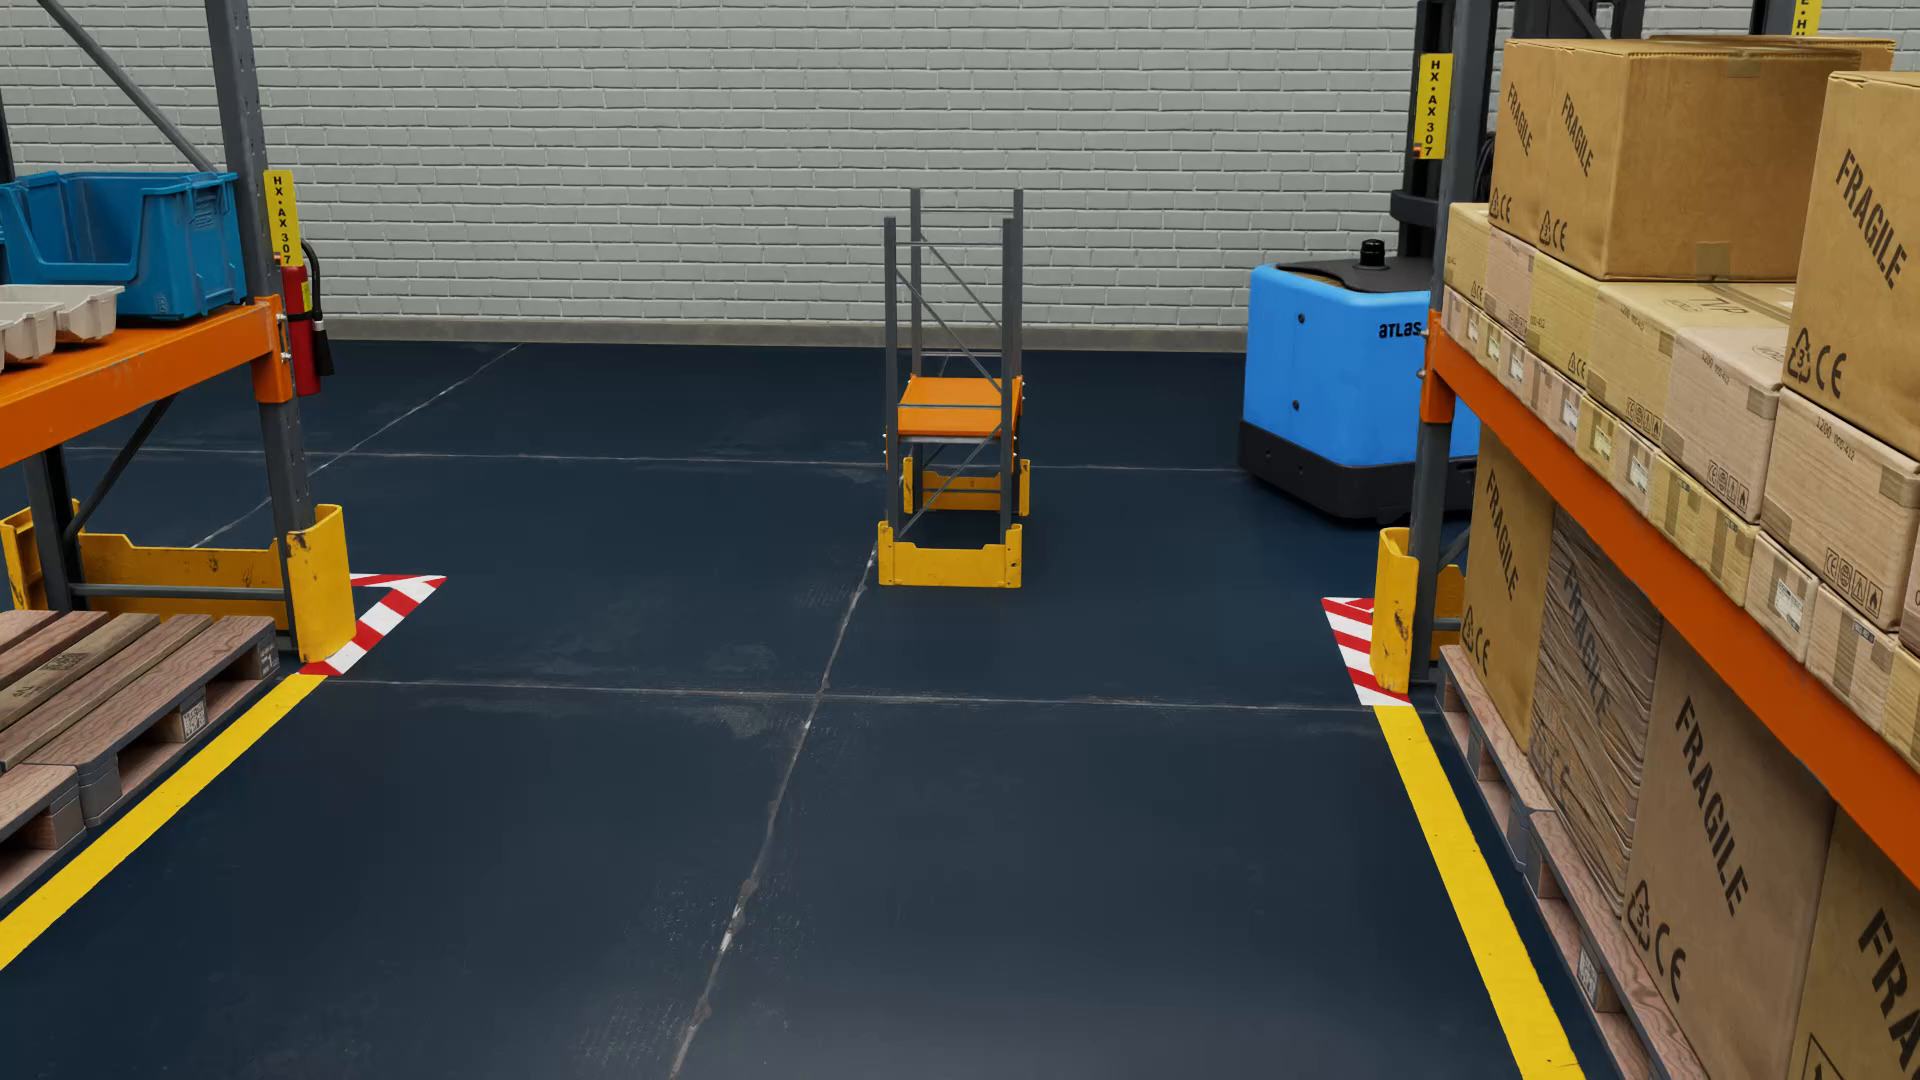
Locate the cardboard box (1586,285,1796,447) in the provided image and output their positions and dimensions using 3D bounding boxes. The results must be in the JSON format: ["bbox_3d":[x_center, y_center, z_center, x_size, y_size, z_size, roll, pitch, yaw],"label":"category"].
[{"bbox_3d":[1.659,-0.371,3.500,0.500,0.250,0.500,1,18,3],"label":"cardboard box"}]

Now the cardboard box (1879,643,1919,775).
[{"bbox_3d":[1.492,0.256,2.227,0.380,0.149,0.250,2,18,5],"label":"cardboard box"}]

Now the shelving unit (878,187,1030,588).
[{"bbox_3d":[-0.005,-0.689,7.117,0.587,1.500,1.083,1,18,4],"label":"shelving unit"}]

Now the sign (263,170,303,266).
[{"bbox_3d":[-2.325,-1.104,5.714,0.100,0.325,0.005,1,18,4],"label":"sign"}]

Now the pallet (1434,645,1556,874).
[{"bbox_3d":[2.086,0.652,5.095,1.003,0.211,1.213,1,18,4],"label":"pallet"}]

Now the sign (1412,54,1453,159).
[{"bbox_3d":[1.512,-1.387,5.320,0.100,0.325,0.005,1,18,4],"label":"sign"}]

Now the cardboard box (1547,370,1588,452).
[{"bbox_3d":[1.621,-0.302,3.930,0.380,0.149,0.250,1,18,3],"label":"cardboard box"}]

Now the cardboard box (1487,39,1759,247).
[{"bbox_3d":[1.726,-1.051,4.373,0.500,0.500,0.500,1,18,3],"label":"cardboard box"}]

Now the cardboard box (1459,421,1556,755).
[{"bbox_3d":[2.099,0.087,5.077,0.875,0.875,0.875,1,18,4],"label":"cardboard box"}]

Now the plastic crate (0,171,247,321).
[{"bbox_3d":[-2.713,-0.971,5.416,0.616,0.435,0.499,1,18,4],"label":"plastic crate"}]

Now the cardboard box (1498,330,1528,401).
[{"bbox_3d":[1.658,-0.461,4.416,0.380,0.149,0.250,1,18,3],"label":"cardboard box"}]

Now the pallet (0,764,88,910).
[{"bbox_3d":[-3.063,0.924,4.263,1.003,0.211,1.213,1,18,4],"label":"pallet"}]

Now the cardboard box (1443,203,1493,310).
[{"bbox_3d":[1.762,-0.850,4.964,0.500,0.250,0.500,1,18,2],"label":"cardboard box"}]

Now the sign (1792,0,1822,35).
[{"bbox_3d":[2.606,-1.570,5.156,0.100,0.325,0.005,1,18,4],"label":"sign"}]

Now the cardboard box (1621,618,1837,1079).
[{"bbox_3d":[1.970,0.646,3.371,0.875,0.875,0.875,1,18,4],"label":"cardboard box"}]

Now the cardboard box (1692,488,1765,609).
[{"bbox_3d":[1.547,0.017,2.958,0.380,0.149,0.250,2,18,5],"label":"cardboard box"}]

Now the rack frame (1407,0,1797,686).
[{"bbox_3d":[2.065,-0.923,5.424,1.000,3.000,0.127,1,18,4],"label":"rack frame"}]

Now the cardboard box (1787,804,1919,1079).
[{"bbox_3d":[1.906,0.926,2.518,0.875,0.875,0.875,1,18,4],"label":"cardboard box"}]

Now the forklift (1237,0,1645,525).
[{"bbox_3d":[2.964,-1.723,7.973,3.031,2.935,1.130,-6,19,-19],"label":"forklift"}]

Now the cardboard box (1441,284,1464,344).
[{"bbox_3d":[1.711,-0.701,5.149,0.380,0.149,0.250,1,18,5],"label":"cardboard box"}]

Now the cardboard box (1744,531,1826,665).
[{"bbox_3d":[1.529,0.097,2.714,0.380,0.149,0.250,2,18,5],"label":"cardboard box"}]

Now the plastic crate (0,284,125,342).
[{"bbox_3d":[-2.753,-0.680,5.008,0.396,0.136,0.243,1,18,4],"label":"plastic crate"}]

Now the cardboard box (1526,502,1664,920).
[{"bbox_3d":[2.034,0.370,4.214,0.875,0.875,0.875,1,18,4],"label":"cardboard box"}]

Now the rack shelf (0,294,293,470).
[{"bbox_3d":[-3.018,-0.071,3.977,1.077,0.370,4.000,1,18,4],"label":"rack shelf"}]

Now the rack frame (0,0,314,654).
[{"bbox_3d":[-2.875,-1.034,5.761,1.000,3.000,0.127,1,18,4],"label":"rack frame"}]

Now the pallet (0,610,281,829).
[{"bbox_3d":[-2.973,0.546,5.416,1.003,0.211,1.213,1,18,4],"label":"pallet"}]

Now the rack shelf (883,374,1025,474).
[{"bbox_3d":[-0.006,-0.515,7.165,0.538,0.185,1.000,1,18,4],"label":"rack shelf"}]

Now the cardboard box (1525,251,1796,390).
[{"bbox_3d":[1.691,-0.533,3.995,0.500,0.250,0.500,1,18,2],"label":"cardboard box"}]

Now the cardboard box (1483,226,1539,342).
[{"bbox_3d":[1.731,-0.689,4.471,0.500,0.250,0.500,1,18,3],"label":"cardboard box"}]

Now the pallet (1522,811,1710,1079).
[{"bbox_3d":[1.996,1.030,3.941,1.003,0.211,1.213,1,18,4],"label":"pallet"}]

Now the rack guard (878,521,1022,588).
[{"bbox_3d":[-0.041,0.060,6.840,0.587,0.250,0.087,1,18,4],"label":"rack guard"}]

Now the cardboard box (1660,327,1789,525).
[{"bbox_3d":[1.620,-0.213,3.020,0.500,0.250,0.500,2,18,5],"label":"cardboard box"}]

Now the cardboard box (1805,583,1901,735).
[{"bbox_3d":[1.510,0.177,2.470,0.380,0.149,0.250,1,18,3],"label":"cardboard box"}]

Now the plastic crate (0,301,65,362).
[{"bbox_3d":[-2.788,-0.590,4.734,0.396,0.136,0.243,1,18,4],"label":"plastic crate"}]

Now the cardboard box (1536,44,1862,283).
[{"bbox_3d":[1.695,-0.890,3.882,0.500,0.500,0.500,1,18,2],"label":"cardboard box"}]

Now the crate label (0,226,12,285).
[{"bbox_3d":[-3.221,-0.914,5.566,0.416,0.233,0.303,1,18,4],"label":"crate label"}]

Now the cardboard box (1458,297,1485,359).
[{"bbox_3d":[1.694,-0.621,4.905,0.380,0.149,0.250,1,18,3],"label":"cardboard box"}]

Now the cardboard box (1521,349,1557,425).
[{"bbox_3d":[1.639,-0.382,4.175,0.380,0.149,0.250,1,18,3],"label":"cardboard box"}]

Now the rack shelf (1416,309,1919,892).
[{"bbox_3d":[1.922,0.040,3.640,1.077,0.370,4.000,1,18,4],"label":"rack shelf"}]

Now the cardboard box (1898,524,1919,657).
[{"bbox_3d":[1.548,0.106,2.046,0.500,0.250,0.500,1,18,3],"label":"cardboard box"}]

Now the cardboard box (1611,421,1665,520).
[{"bbox_3d":[1.585,-0.142,3.442,0.380,0.149,0.250,2,18,5],"label":"cardboard box"}]

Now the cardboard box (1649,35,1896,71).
[{"bbox_3d":[2.293,-1.193,4.804,0.500,0.500,0.500,2,18,5],"label":"cardboard box"}]

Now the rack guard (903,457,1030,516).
[{"bbox_3d":[0.030,-0.250,7.784,0.587,0.250,0.087,1,18,4],"label":"rack guard"}]

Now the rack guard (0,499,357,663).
[{"bbox_3d":[-2.886,0.146,6.174,1.175,0.500,0.348,1,18,4],"label":"rack guard"}]

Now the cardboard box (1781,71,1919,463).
[{"bbox_3d":[1.585,-0.412,2.421,0.500,0.500,0.500,1,18,4],"label":"cardboard box"}]

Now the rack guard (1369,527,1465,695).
[{"bbox_3d":[2.067,0.257,5.836,1.175,0.500,0.348,1,18,4],"label":"rack guard"}]

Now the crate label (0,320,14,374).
[{"bbox_3d":[-2.784,-0.503,4.468,0.396,0.136,0.243,1,18,4],"label":"crate label"}]

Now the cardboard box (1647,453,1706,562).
[{"bbox_3d":[1.565,-0.063,3.201,0.380,0.149,0.250,1,18,3],"label":"cardboard box"}]

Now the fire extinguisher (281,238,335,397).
[{"bbox_3d":[-2.411,-0.857,5.943,0.296,0.674,0.183,1,18,4],"label":"fire extinguisher"}]

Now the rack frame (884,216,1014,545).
[{"bbox_3d":[-0.043,-0.528,6.627,0.500,1.500,0.032,1,18,4],"label":"rack frame"}]

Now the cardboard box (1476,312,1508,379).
[{"bbox_3d":[1.676,-0.542,4.663,0.380,0.149,0.250,1,18,3],"label":"cardboard box"}]

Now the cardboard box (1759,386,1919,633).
[{"bbox_3d":[1.583,-0.055,2.536,0.500,0.250,0.500,2,18,6],"label":"cardboard box"}]

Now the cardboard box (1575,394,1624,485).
[{"bbox_3d":[1.602,-0.223,3.691,0.380,0.149,0.250,1,18,3],"label":"cardboard box"}]

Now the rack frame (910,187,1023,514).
[{"bbox_3d":[0.030,-0.844,7.590,0.500,1.500,0.032,1,18,4],"label":"rack frame"}]
